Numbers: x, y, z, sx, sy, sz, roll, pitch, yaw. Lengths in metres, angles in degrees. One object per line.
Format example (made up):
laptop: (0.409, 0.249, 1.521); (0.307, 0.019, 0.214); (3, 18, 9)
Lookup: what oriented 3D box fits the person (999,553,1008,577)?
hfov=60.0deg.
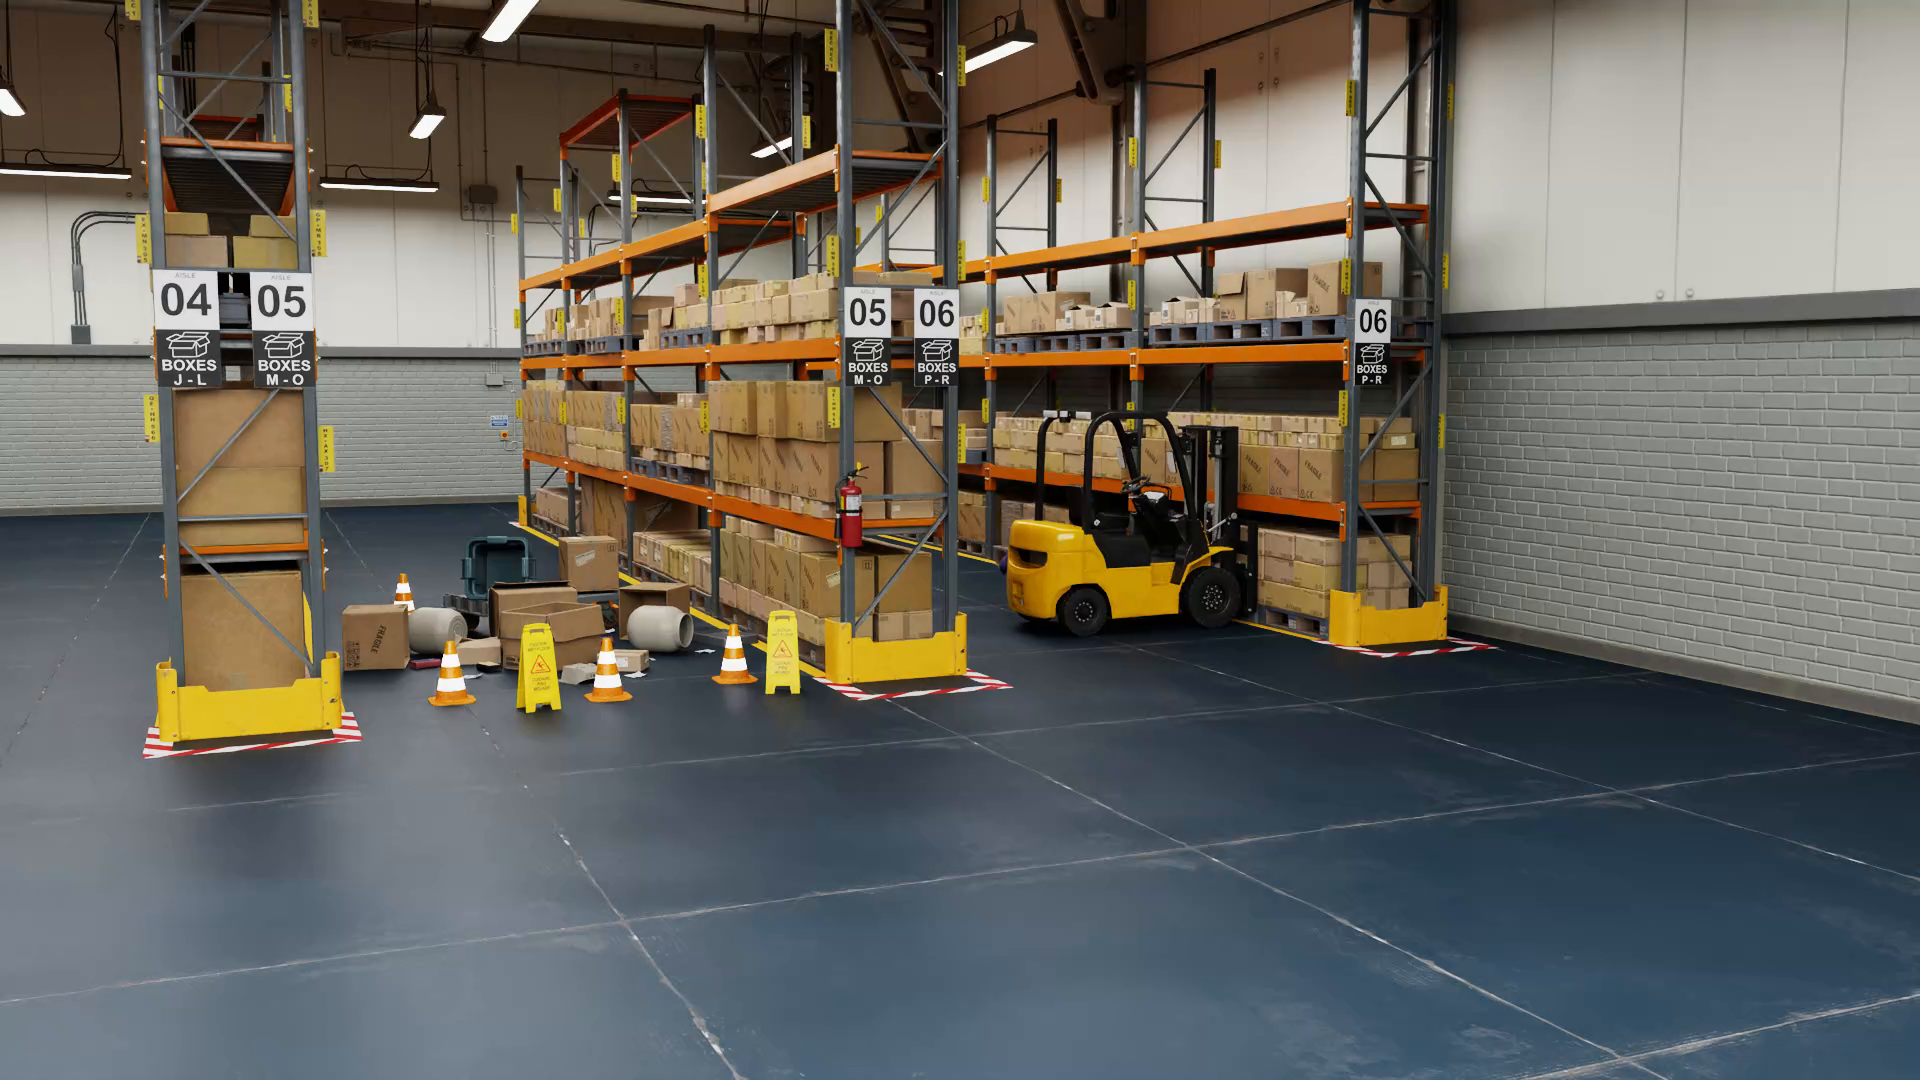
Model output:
person: (0.835, 0.295, 18.128); (0.828, 0.869, 0.524); (-2, 6, -24)
